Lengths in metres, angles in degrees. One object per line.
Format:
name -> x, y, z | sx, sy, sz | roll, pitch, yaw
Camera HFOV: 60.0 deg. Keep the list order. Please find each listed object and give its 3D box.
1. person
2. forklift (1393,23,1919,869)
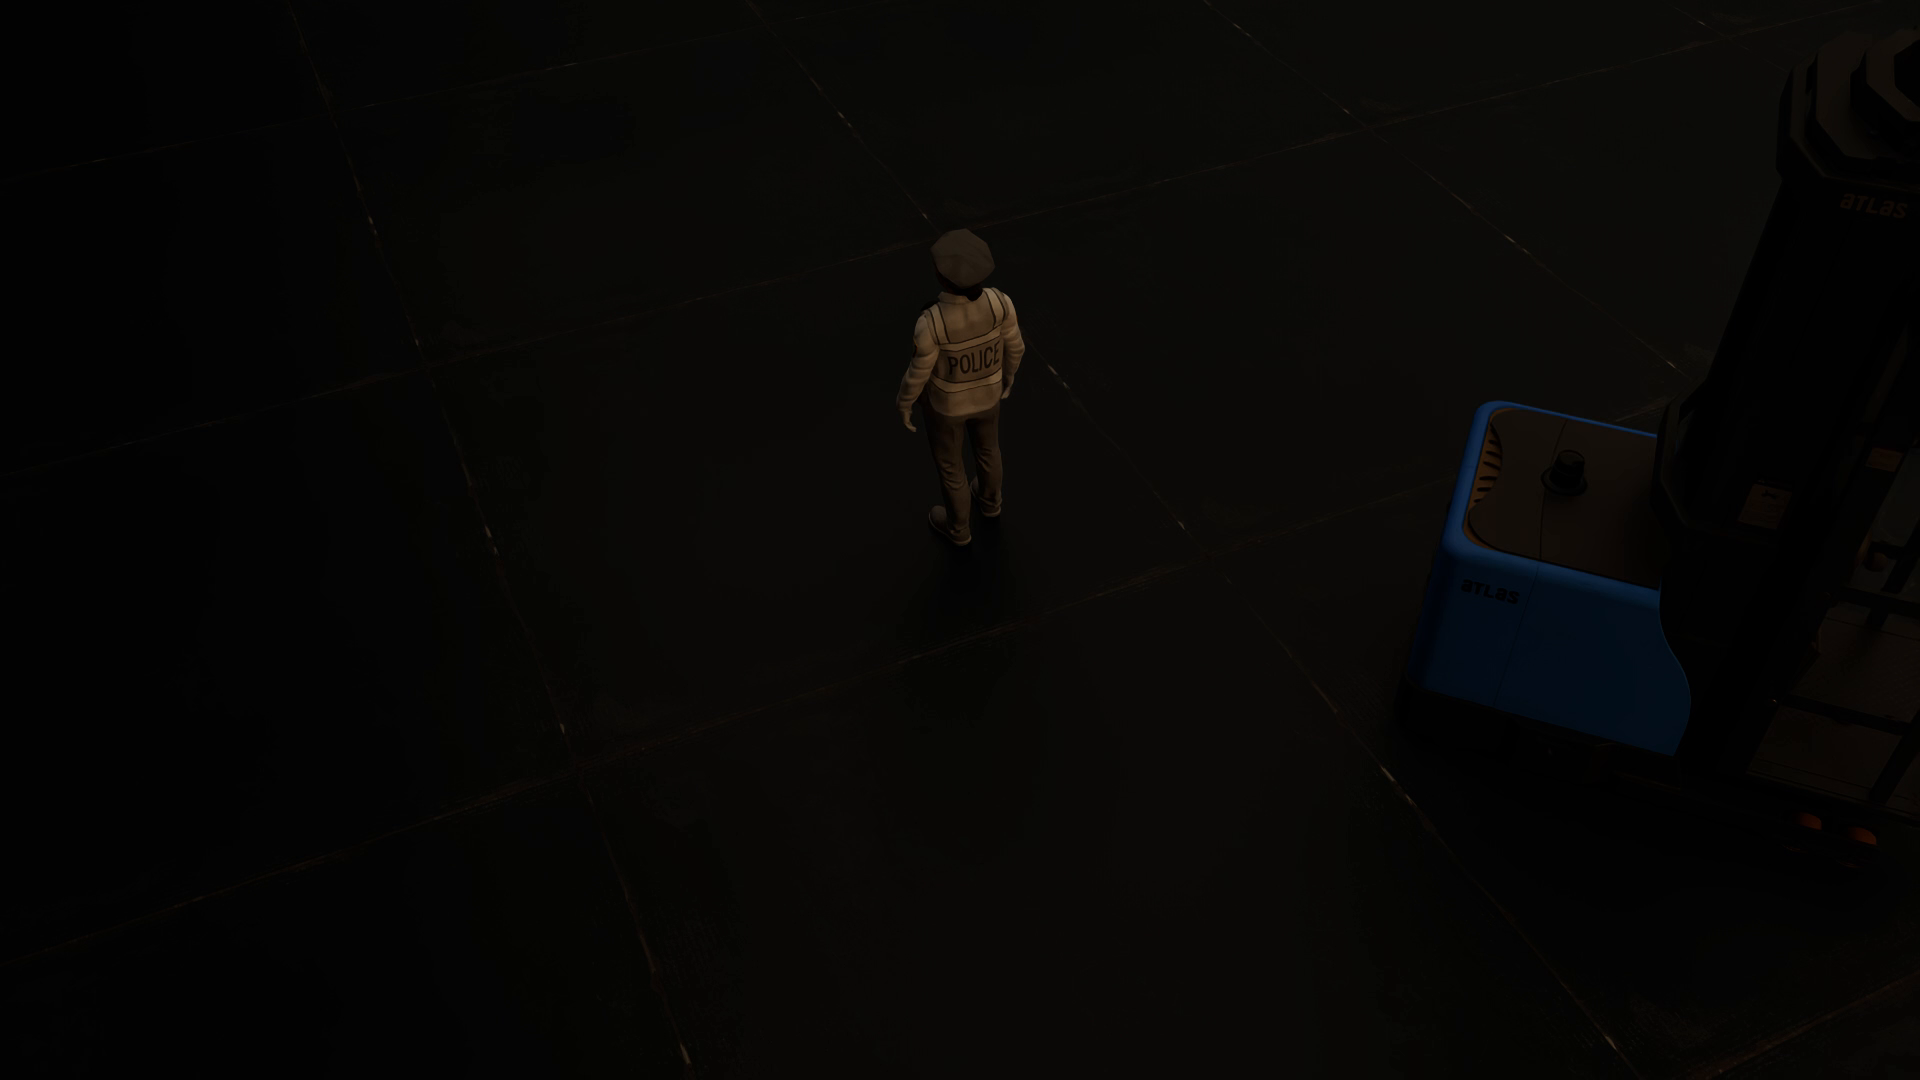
person -> -0.022, -0.668, 7.292 | 0.588, 1.696, 0.533 | -18, 46, -18
forklift -> 3.382, -0.213, 5.908 | 3.031, 2.935, 1.130 | 15, 45, 15
